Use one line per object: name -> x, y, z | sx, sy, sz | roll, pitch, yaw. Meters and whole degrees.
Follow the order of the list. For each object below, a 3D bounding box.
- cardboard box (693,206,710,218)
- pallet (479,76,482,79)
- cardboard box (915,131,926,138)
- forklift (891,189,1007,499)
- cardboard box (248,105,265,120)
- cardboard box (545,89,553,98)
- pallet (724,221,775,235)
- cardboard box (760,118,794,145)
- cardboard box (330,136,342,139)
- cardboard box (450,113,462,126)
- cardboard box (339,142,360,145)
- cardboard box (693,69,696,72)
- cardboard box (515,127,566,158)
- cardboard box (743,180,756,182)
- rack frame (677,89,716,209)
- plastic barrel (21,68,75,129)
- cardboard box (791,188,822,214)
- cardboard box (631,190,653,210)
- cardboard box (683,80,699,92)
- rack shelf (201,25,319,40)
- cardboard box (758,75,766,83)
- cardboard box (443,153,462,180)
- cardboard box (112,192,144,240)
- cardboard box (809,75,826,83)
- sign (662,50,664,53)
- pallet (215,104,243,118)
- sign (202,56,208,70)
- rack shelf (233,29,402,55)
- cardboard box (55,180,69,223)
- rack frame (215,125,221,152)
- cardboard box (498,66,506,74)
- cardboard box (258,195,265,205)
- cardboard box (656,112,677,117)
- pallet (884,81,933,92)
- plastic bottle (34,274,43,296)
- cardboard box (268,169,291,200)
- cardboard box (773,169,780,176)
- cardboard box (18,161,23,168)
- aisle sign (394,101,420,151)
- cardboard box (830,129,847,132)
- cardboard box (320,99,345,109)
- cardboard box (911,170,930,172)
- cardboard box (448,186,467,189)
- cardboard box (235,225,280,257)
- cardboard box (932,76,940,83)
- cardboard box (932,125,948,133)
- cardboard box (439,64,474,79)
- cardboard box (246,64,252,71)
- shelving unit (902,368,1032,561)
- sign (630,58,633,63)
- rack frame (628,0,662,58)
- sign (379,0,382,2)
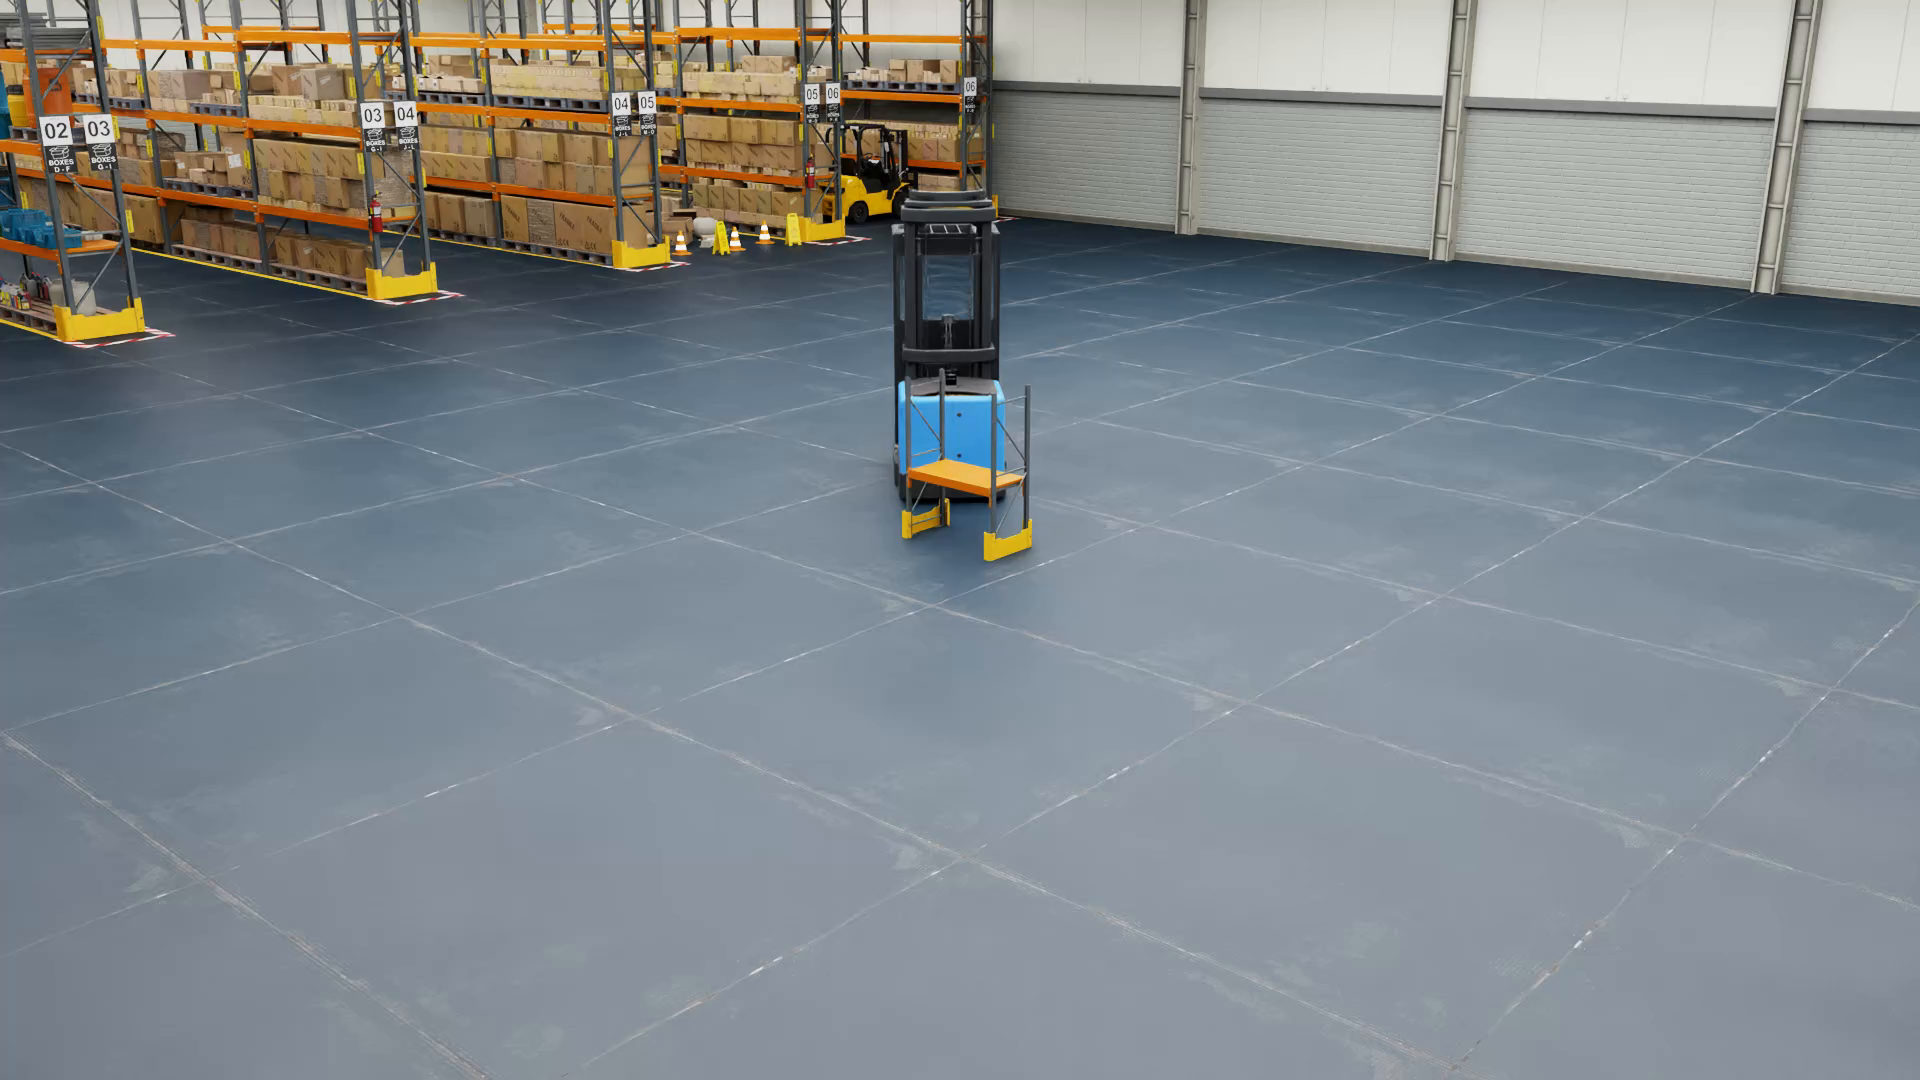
cardboard box -> -5.639, -7.378, 37.389 | 0.500, 0.250, 0.500 | 14, 22, 37
pallet -> -12.489, -11.828, 42.749 | 1.213, 0.211, 1.003 | 15, 23, 39
cardboard box -> -0.836, -9.557, 39.168 | 0.250, 0.149, 0.380 | 14, 22, 38
forklift -> -0.151, -2.196, 17.326 | 1.130, 2.935, 3.031 | -1, 18, -3
cardboard box -> -12.312, -7.635, 29.640 | 0.500, 0.250, 0.500 | 14, 22, 37
cardboard box -> -7.733, -8.578, 31.919 | 0.250, 0.149, 0.380 | 15, 23, 40
pallet -> -4.458, -6.967, 36.853 | 1.213, 0.211, 1.003 | 15, 23, 39
cardboard box -> -3.810, -8.687, 35.354 | 0.500, 0.500, 0.700 | 15, 23, 40
cardboard box -> -13.933, -9.002, 37.393 | 0.250, 0.149, 0.380 | 16, 24, 41
cardboard box -> -12.795, -10.934, 42.926 | 0.500, 0.500, 0.500 | 15, 23, 38
cardboard box -> -10.462, -6.663, 28.975 | 0.500, 0.500, 0.500 | 15, 23, 39
cardboard box -> -6.971, -12.424, 44.068 | 0.250, 0.149, 0.380 | 16, 24, 41
cardboard box -> -8.369, -7.948, 33.301 | 0.550, 0.550, 0.875 | 15, 23, 39
cardboard box -> -5.143, -9.534, 43.566 | 0.625, 0.625, 0.875 | 16, 24, 41
rack frame -> -5.901, -8.668, 37.603 | 0.127, 3.000, 1.000 | 15, 23, 39
plastic barrel -> -13.223, -6.405, 24.111 | 0.708, 0.830, 0.600 | 15, 23, 39
cardboard box -> -3.347, -7.341, 36.033 | 0.500, 0.500, 0.500 | 14, 22, 37
cardboard box -> -7.060, -7.428, 36.578 | 0.500, 0.500, 0.500 | 15, 23, 39
cardboard box -> -5.754, -10.017, 36.653 | 0.500, 0.250, 0.500 | 14, 23, 38
rack shelf -> -16.590, -12.050, 39.538 | 4.000, 0.370, 1.077 | 15, 23, 39
cardboard box -> -4.062, -9.777, 35.235 | 0.250, 0.149, 0.380 | 15, 23, 39
cardboard box -> -10.435, -7.822, 34.774 | 0.500, 0.500, 0.500 | 15, 23, 40
cardboard box -> -16.635, -6.740, 34.347 | 0.875, 0.875, 1.225 | 15, 23, 39
cardboard box -> -3.040, -9.672, 34.906 | 0.250, 0.149, 0.380 | 15, 23, 39
sign -> -8.227, -13.388, 46.011 | 0.005, 0.325, 0.100 | 15, 23, 39
pallet -> -12.870, -7.914, 30.579 | 1.003, 0.211, 1.213 | 15, 23, 39
sign -> -18.446, -11.660, 40.629 | 0.005, 0.325, 0.100 | 15, 23, 39
rack shelf -> -10.983, -8.539, 28.474 | 4.000, 0.370, 1.077 | 15, 23, 39
cardboard box -> -19.576, -7.551, 36.901 | 0.875, 0.875, 0.875 | 15, 23, 39
rack frame -> -18.086, -9.937, 41.602 | 0.127, 3.000, 1.000 | 15, 23, 39
cardboard box -> -8.873, -9.264, 32.761 | 0.250, 0.149, 0.380 | 15, 23, 39
cardboard box -> -12.518, -6.195, 30.225 | 0.250, 0.149, 0.380 | 15, 23, 39
cardboard box -> -7.992, -11.394, 45.333 | 0.500, 0.500, 0.700 | 15, 23, 40
pallet -> -1.046, -10.769, 39.410 | 1.213, 0.211, 1.003 | 15, 23, 39
plastic bottle -> -14.950, -4.149, 27.018 | 0.185, 0.351, 0.144 | 14, 22, 37
cardboard box -> -11.833, -6.402, 29.807 | 0.500, 0.500, 0.875 | 15, 23, 39
cardboard box -> -3.772, -7.854, 35.453 | 0.250, 0.149, 0.380 | 15, 23, 38
cardboard box -> -20.827, -8.415, 37.221 | 0.250, 0.149, 0.380 | 15, 23, 38
aisle sign -> -9.242, -6.917, 27.789 | 0.004, 0.787, 0.394 | 15, 23, 39
cardboard box -> -3.012, -10.167, 41.088 | 0.250, 0.149, 0.380 | 16, 24, 41
cardboard box -> -10.602, -7.388, 28.199 | 0.250, 0.149, 0.380 | 15, 23, 40
cardboard box -> -0.973, -8.801, 40.220 | 0.500, 0.250, 0.500 | 14, 23, 38
cardboard box -> -12.953, -9.583, 44.028 | 0.875, 0.438, 0.875 | 14, 22, 38
cardboard box -> -13.268, -5.672, 31.568 | 0.500, 0.500, 0.700 | 15, 23, 39
cardboard box -> -0.439, -10.644, 38.426 | 0.250, 0.149, 0.380 | 14, 22, 38
cardboard box -> -0.444, -9.600, 38.811 | 0.250, 0.149, 0.380 | 16, 23, 40
cardboard box -> -10.617, -9.770, 35.093 | 0.500, 0.500, 0.500 | 15, 23, 39
cardboard box -> -16.698, -11.221, 39.453 | 0.250, 0.149, 0.380 | 15, 23, 38
shelving unit -> 0.057, -0.700, 14.975 | 1.083, 1.500, 0.587 | 15, 23, 39
sign -> -8.947, -12.950, 45.281 | 0.005, 0.325, 0.100 | 15, 23, 39
rack frame -> -8.593, -14.257, 45.297 | 0.127, 3.000, 1.000 | 15, 23, 39
sign -> -15.249, -14.333, 43.730 | 0.005, 0.325, 0.100 | 15, 23, 39
